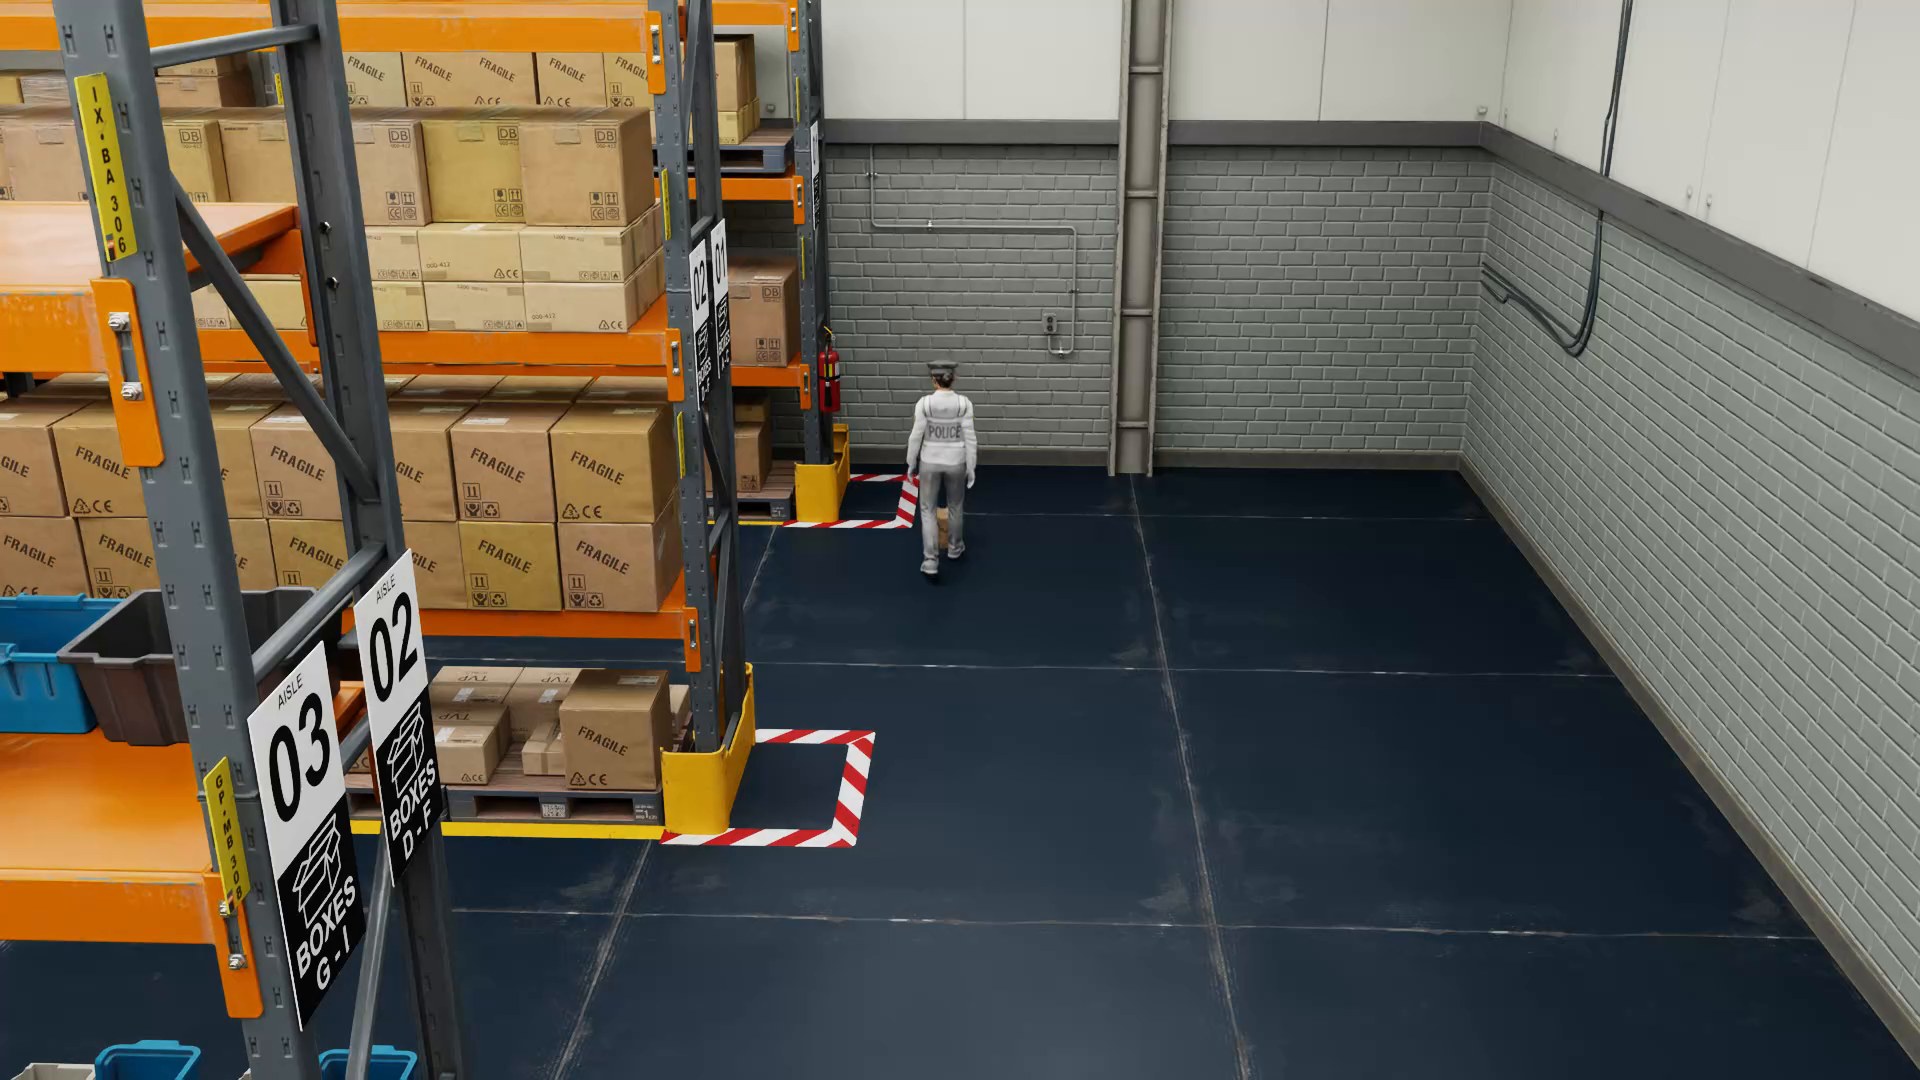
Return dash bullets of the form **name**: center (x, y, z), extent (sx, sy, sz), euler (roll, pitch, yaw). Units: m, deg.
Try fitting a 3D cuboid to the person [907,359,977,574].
- **person**: center (-0.145, -0.581, 12.565), extent (0.519, 1.638, 0.742), euler (-2, 21, -5)
